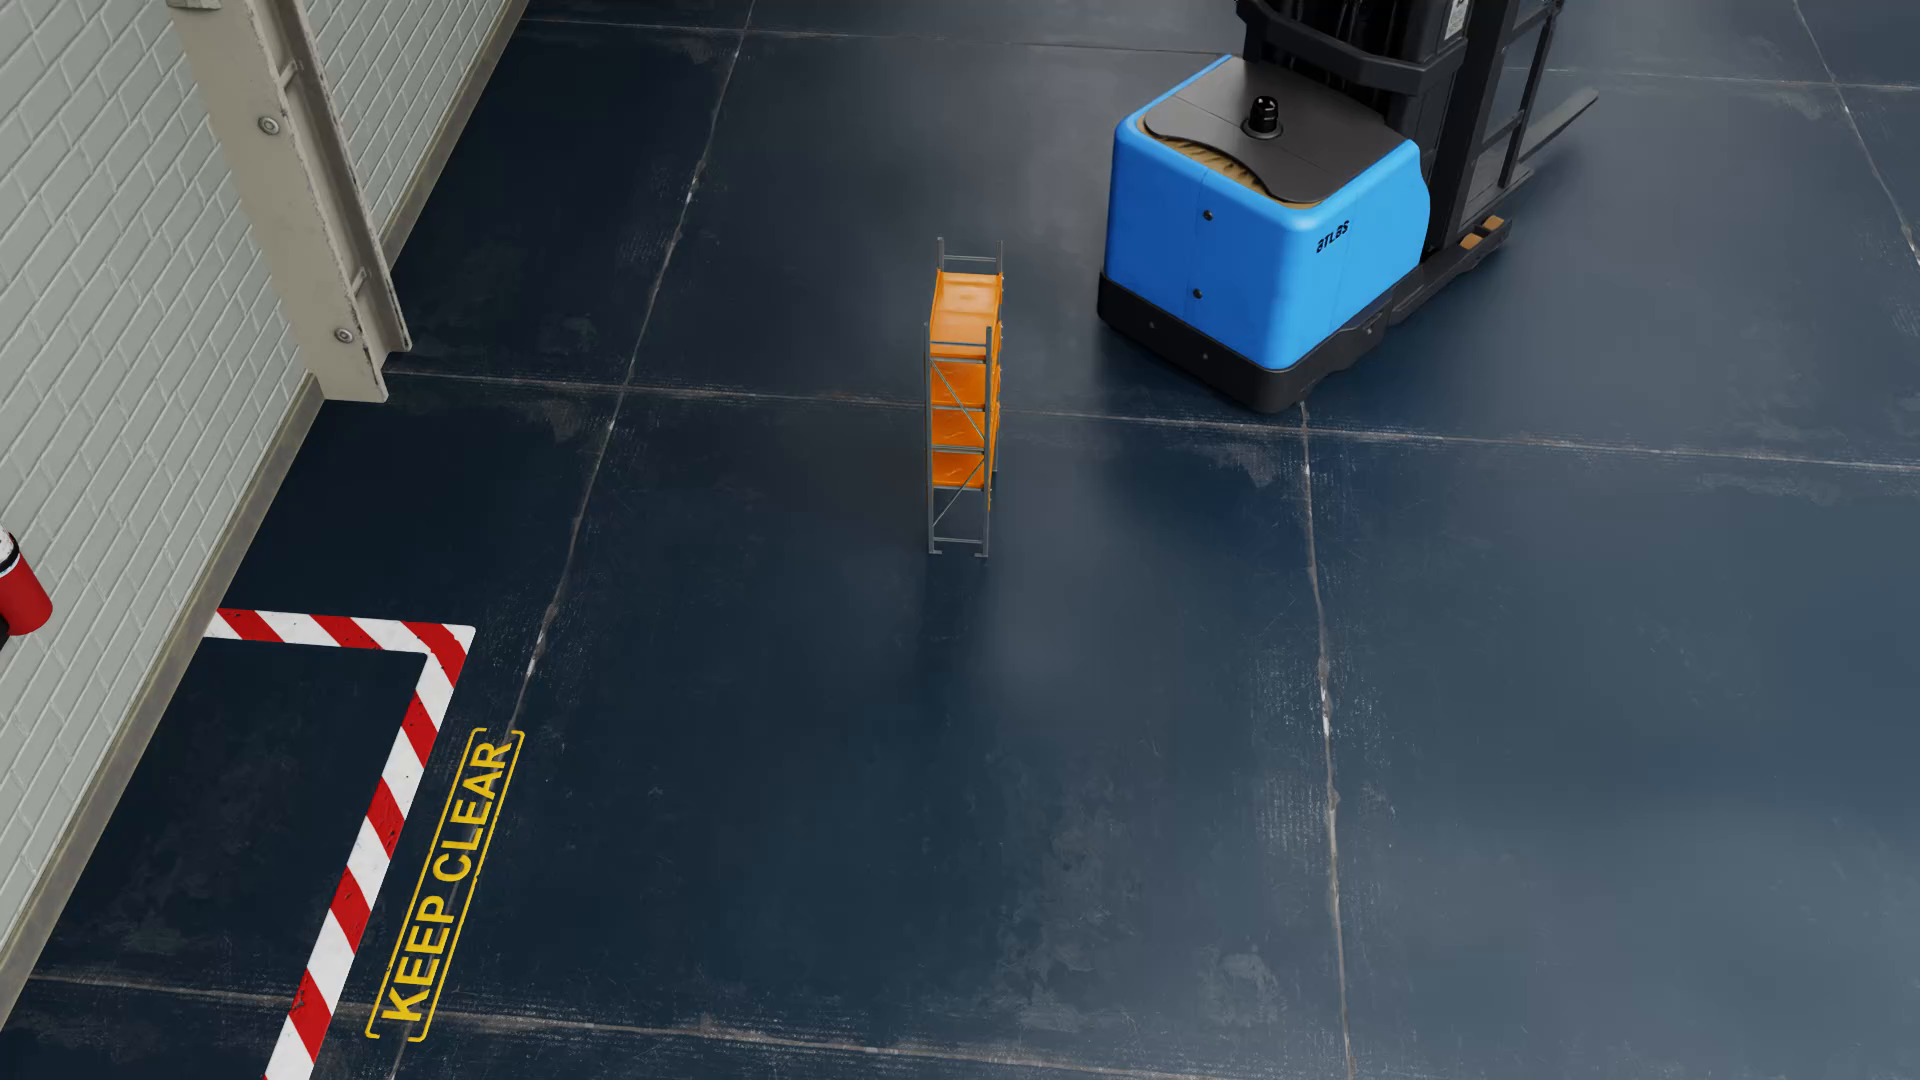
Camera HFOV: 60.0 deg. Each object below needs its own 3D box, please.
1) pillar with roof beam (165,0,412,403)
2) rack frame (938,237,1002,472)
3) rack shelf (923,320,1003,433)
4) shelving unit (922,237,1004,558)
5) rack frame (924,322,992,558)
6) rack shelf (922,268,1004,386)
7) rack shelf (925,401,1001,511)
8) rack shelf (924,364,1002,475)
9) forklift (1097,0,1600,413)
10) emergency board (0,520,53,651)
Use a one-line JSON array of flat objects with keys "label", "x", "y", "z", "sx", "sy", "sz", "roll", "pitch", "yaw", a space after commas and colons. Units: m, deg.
[{"label": "pillar with roof beam", "x": 1.616, "y": -3.509, "z": 3.887, "sx": 9.100, "sy": 9.000, "sz": 0.400, "roll": 4, "pitch": 48, "yaw": 4}, {"label": "rack frame", "x": 0.037, "y": -0.706, "z": 6.608, "sx": 0.240, "sy": 1.200, "sz": 0.015, "roll": 4, "pitch": 48, "yaw": 4}, {"label": "rack shelf", "x": 0.015, "y": -0.632, "z": 6.329, "sx": 0.258, "sy": 0.148, "sz": 0.480, "roll": 4, "pitch": 48, "yaw": 4}, {"label": "shelving unit", "x": 0.015, "y": -0.527, "z": 6.444, "sx": 0.258, "sy": 1.200, "sz": 0.503, "roll": 4, "pitch": 48, "yaw": 4}, {"label": "rack frame", "x": -0.007, "y": -0.347, "z": 6.280, "sx": 0.240, "sy": 1.200, "sz": 0.015, "roll": 4, "pitch": 48, "yaw": 4}, {"label": "rack shelf", "x": 0.015, "y": -0.792, "z": 6.154, "sx": 0.258, "sy": 0.148, "sz": 0.480, "roll": 4, "pitch": 48, "yaw": 4}, {"label": "rack shelf", "x": 0.015, "y": -0.347, "z": 6.641, "sx": 0.258, "sy": 0.148, "sz": 0.480, "roll": 4, "pitch": 48, "yaw": 4}, {"label": "rack shelf", "x": 0.015, "y": -0.481, "z": 6.494, "sx": 0.258, "sy": 0.148, "sz": 0.480, "roll": 4, "pitch": 48, "yaw": 4}, {"label": "forklift", "x": 2.015, "y": -2.526, "z": 7.100, "sx": 1.130, "sy": 2.935, "sz": 3.031, "roll": 36, "pitch": 57, "yaw": 28}, {"label": "emergency board", "x": -2.934, "y": 0.039, "z": 4.707, "sx": 0.194, "sy": 1.169, "sz": 0.643, "roll": 4, "pitch": 48, "yaw": 4}]
